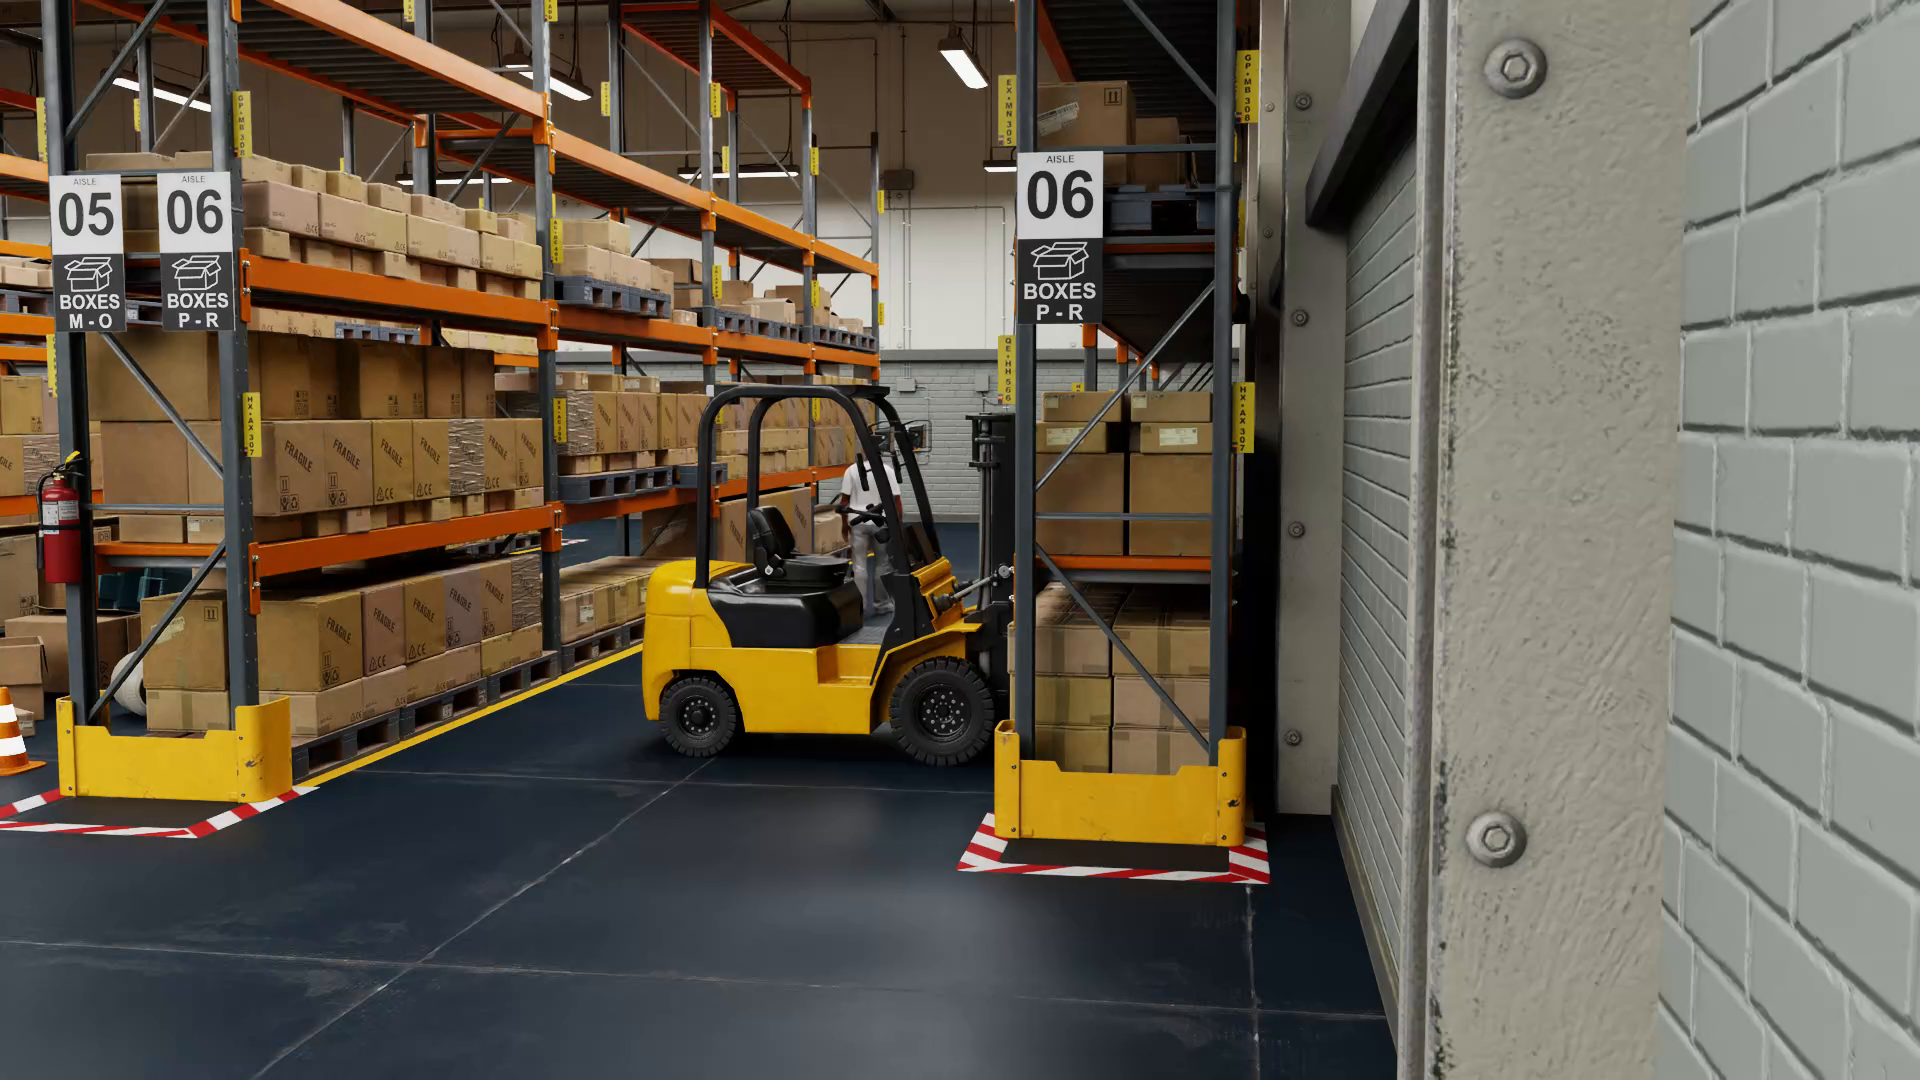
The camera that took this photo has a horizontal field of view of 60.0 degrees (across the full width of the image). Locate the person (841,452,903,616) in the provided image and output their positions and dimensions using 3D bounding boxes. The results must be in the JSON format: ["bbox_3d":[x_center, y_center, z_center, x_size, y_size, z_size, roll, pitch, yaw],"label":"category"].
[{"bbox_3d":[-0.857,-0.137,16.309,0.627,1.766,0.626,0,4,3],"label":"person"}]
